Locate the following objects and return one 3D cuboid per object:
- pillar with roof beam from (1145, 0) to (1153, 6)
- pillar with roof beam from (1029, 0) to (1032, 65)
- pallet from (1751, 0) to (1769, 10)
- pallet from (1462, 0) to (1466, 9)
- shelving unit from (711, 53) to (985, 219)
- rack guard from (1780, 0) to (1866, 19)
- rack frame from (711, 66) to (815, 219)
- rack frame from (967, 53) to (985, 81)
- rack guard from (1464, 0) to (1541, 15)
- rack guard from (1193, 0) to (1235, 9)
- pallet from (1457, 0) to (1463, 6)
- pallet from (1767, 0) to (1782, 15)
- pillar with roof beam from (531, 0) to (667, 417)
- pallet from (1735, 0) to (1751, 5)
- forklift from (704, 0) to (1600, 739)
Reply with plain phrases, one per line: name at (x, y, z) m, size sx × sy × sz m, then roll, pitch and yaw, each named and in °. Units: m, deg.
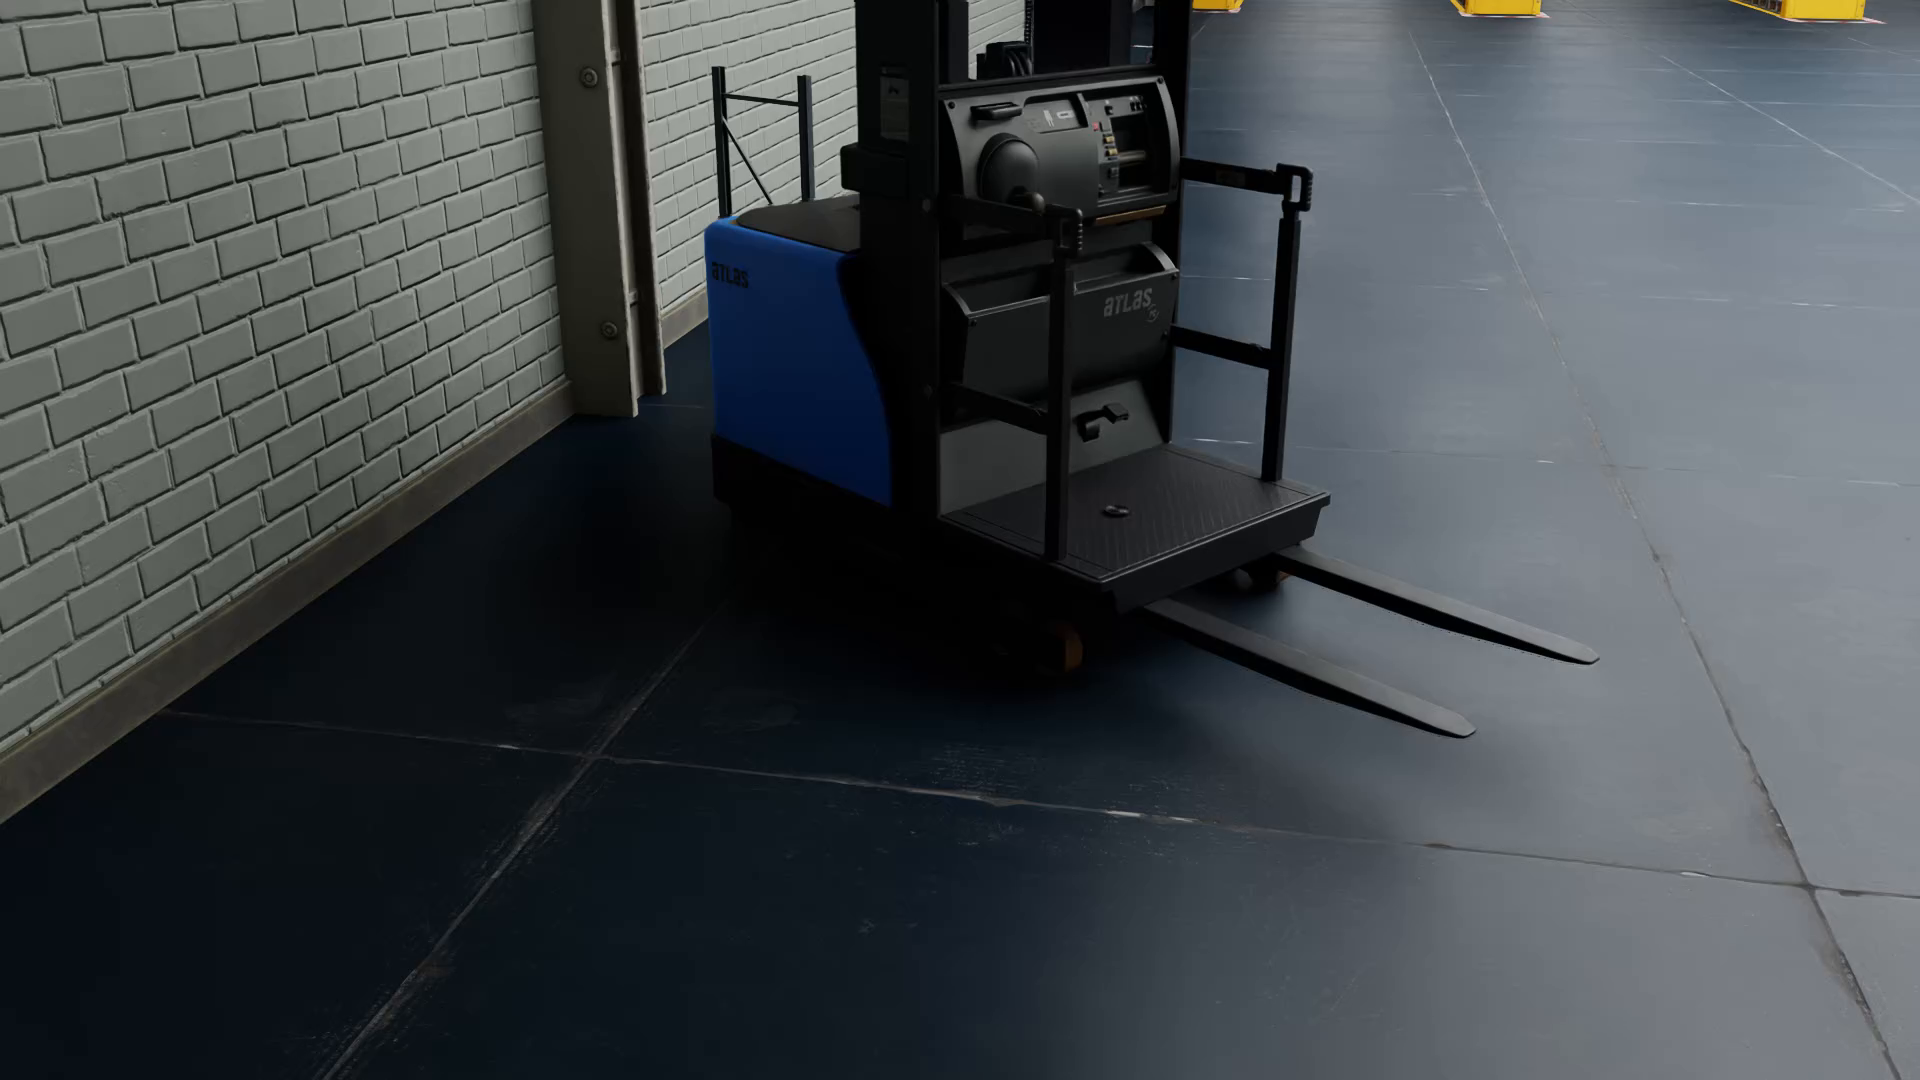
pillar with roof beam at (7.595, -13.236, 26.672) m, size 9.100 × 9.000 × 0.400 m, roll 4°, pitch 22°, yaw 11°
pillar with roof beam at (5.146, -8.847, 15.775) m, size 9.100 × 9.000 × 0.400 m, roll 4°, pitch 22°, yaw 11°
pallet at (14.174, -9.183, 28.373) m, size 1.003 × 0.211 × 1.213 m, roll 4°, pitch 22°, yaw 11°
pallet at (9.049, -9.072, 28.097) m, size 1.003 × 0.211 × 1.213 m, roll 4°, pitch 22°, yaw 11°
shelving unit at (-0.412, -1.181, 6.779) m, size 0.538 × 1.500 × 1.048 m, roll 17°, pitch 28°, yaw 36°
rack guard at (13.752, -8.576, 26.478) m, size 1.175 × 0.500 × 0.348 m, roll 4°, pitch 22°, yaw 11°
rack frame at (-0.737, -1.035, 6.417) m, size 0.500 × 1.500 × 0.032 m, roll 17°, pitch 28°, yaw 36°
rack frame at (-0.086, -1.327, 7.141) m, size 0.500 × 1.500 × 0.032 m, roll 17°, pitch 28°, yaw 36°
rack guard at (8.929, -8.914, 27.319) m, size 1.175 × 0.500 × 0.348 m, roll 4°, pitch 22°, yaw 11°
rack guard at (4.100, -9.327, 28.344) m, size 1.175 × 0.500 × 0.348 m, roll 4°, pitch 22°, yaw 11°
pallet at (9.301, -9.517, 29.201) m, size 1.003 × 0.211 × 1.213 m, roll 4°, pitch 22°, yaw 11°
pallet at (13.923, -8.738, 27.268) m, size 1.003 × 0.211 × 1.213 m, roll 4°, pitch 22°, yaw 11°
pillar with roof beam at (2.697, -4.458, 4.878) m, size 9.100 × 9.000 × 0.400 m, roll 4°, pitch 22°, yaw 11°
pallet at (14.421, -9.631, 29.484) m, size 1.003 × 0.211 × 1.213 m, roll 4°, pitch 22°, yaw 11°
forklift at (0.463, -1.174, 4.846) m, size 1.130 × 2.935 × 3.031 m, roll -19°, pitch 28°, yaw -38°
